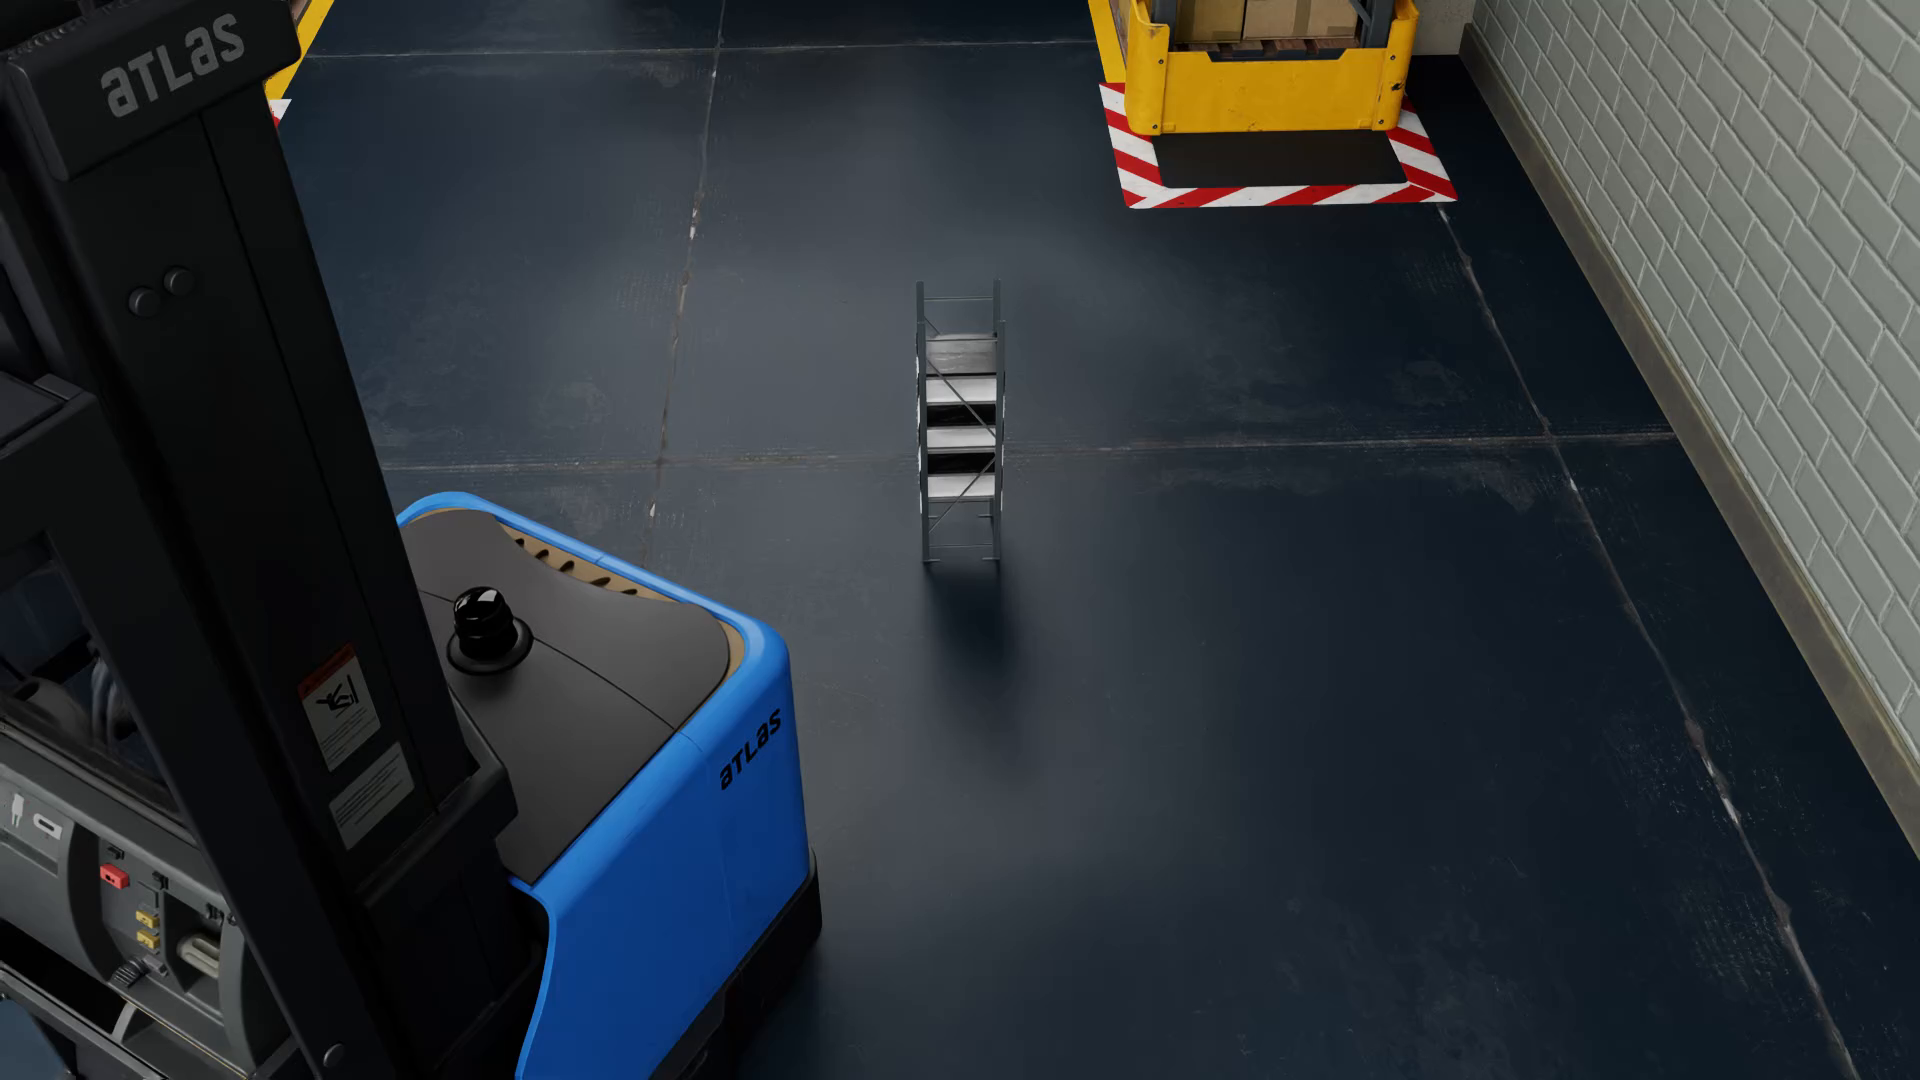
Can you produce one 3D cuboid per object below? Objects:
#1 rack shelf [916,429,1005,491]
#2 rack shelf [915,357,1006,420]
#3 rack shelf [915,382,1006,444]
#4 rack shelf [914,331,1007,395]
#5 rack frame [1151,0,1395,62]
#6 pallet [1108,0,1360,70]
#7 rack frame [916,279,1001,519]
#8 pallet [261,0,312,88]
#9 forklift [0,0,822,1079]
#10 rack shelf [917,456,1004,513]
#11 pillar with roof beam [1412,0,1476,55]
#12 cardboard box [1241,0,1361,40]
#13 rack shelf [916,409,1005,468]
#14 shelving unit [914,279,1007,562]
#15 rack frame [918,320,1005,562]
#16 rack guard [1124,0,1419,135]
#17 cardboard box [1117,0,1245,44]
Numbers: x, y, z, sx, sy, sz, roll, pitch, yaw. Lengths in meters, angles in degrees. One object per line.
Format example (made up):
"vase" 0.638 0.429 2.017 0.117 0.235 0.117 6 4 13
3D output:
"rack shelf" 0.000 -0.246 5.035 0.258 0.077 0.200 -2 43 -2
"rack shelf" 0.000 -0.445 4.853 0.258 0.077 0.200 -2 43 -2
"rack shelf" 0.000 -0.379 4.914 0.258 0.077 0.200 -2 43 -2
"rack shelf" 0.000 -0.512 4.792 0.258 0.077 0.200 -2 43 -2
"rack frame" 1.313 -2.993 6.295 1.000 3.000 0.127 -2 43 -2
"pallet" 1.239 -2.480 7.799 1.003 0.211 1.213 -2 43 -2
"rack frame" -0.005 -0.406 5.027 0.240 0.900 0.006 -2 43 -2
"pallet" -3.649 -2.421 7.735 1.003 0.211 1.213 -2 43 -2
"forklift" -1.520 0.599 2.427 1.130 2.935 3.031 22 47 22
"rack shelf" 0.000 -0.180 5.096 0.258 0.077 0.200 -2 43 -2
"pillar with roof beam" -2.117 -5.577 4.674 9.100 9.000 0.400 -2 43 -2
"cardboard box" 1.487 -2.471 7.450 0.500 0.250 0.500 -1 43 -2
"rack shelf" 0.000 -0.313 4.974 0.258 0.077 0.200 -2 43 -2
"shelving unit" 0.000 -0.337 4.952 0.258 0.900 0.210 -2 43 -2
"rack frame" 0.004 -0.269 4.877 0.240 0.900 0.006 -2 43 -2
"rack guard" 1.314 -2.055 7.122 1.175 0.500 0.348 -2 43 -2
"cardboard box" 0.977 -2.442 7.419 0.500 0.250 0.500 -1 43 -1
